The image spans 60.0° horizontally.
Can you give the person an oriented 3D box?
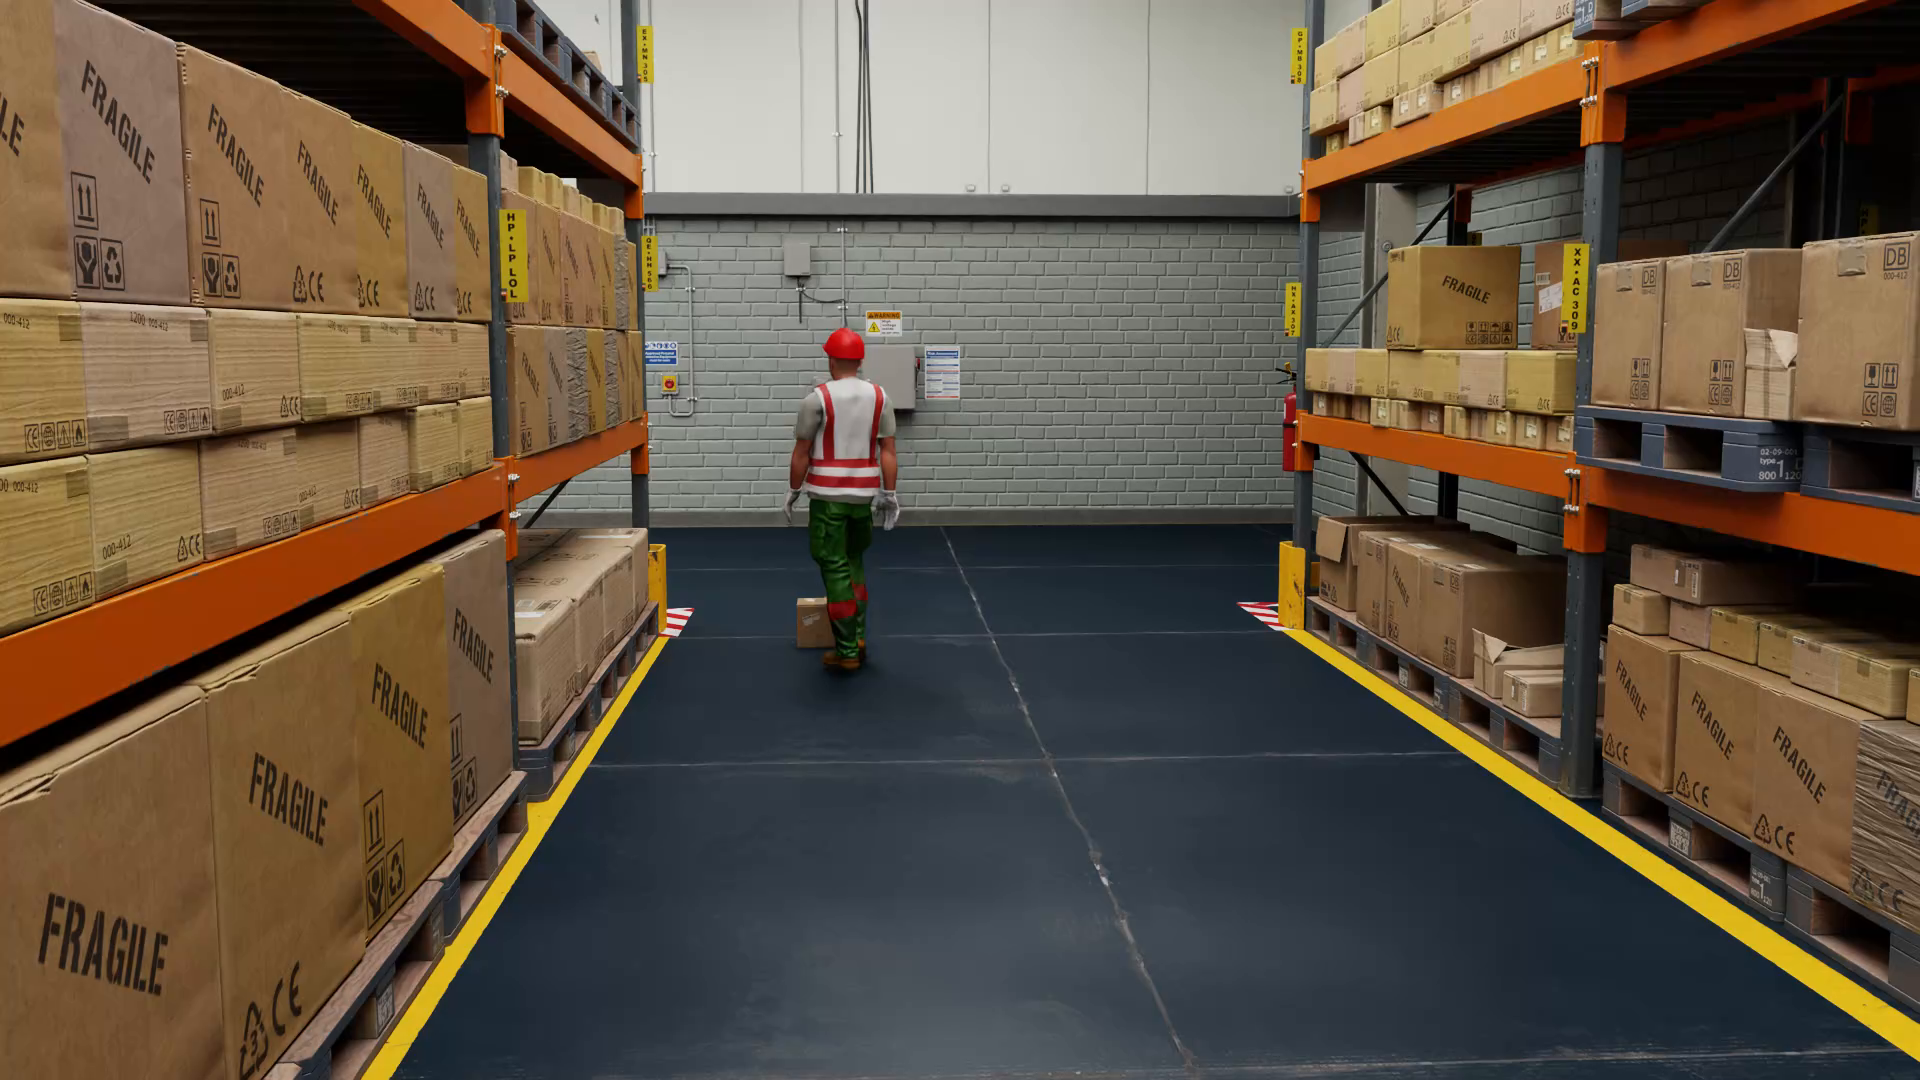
[{"bbox_3d":[-0.643,-0.199,8.803,0.547,1.835,0.472,-4,8,-31],"label":"person"}]
